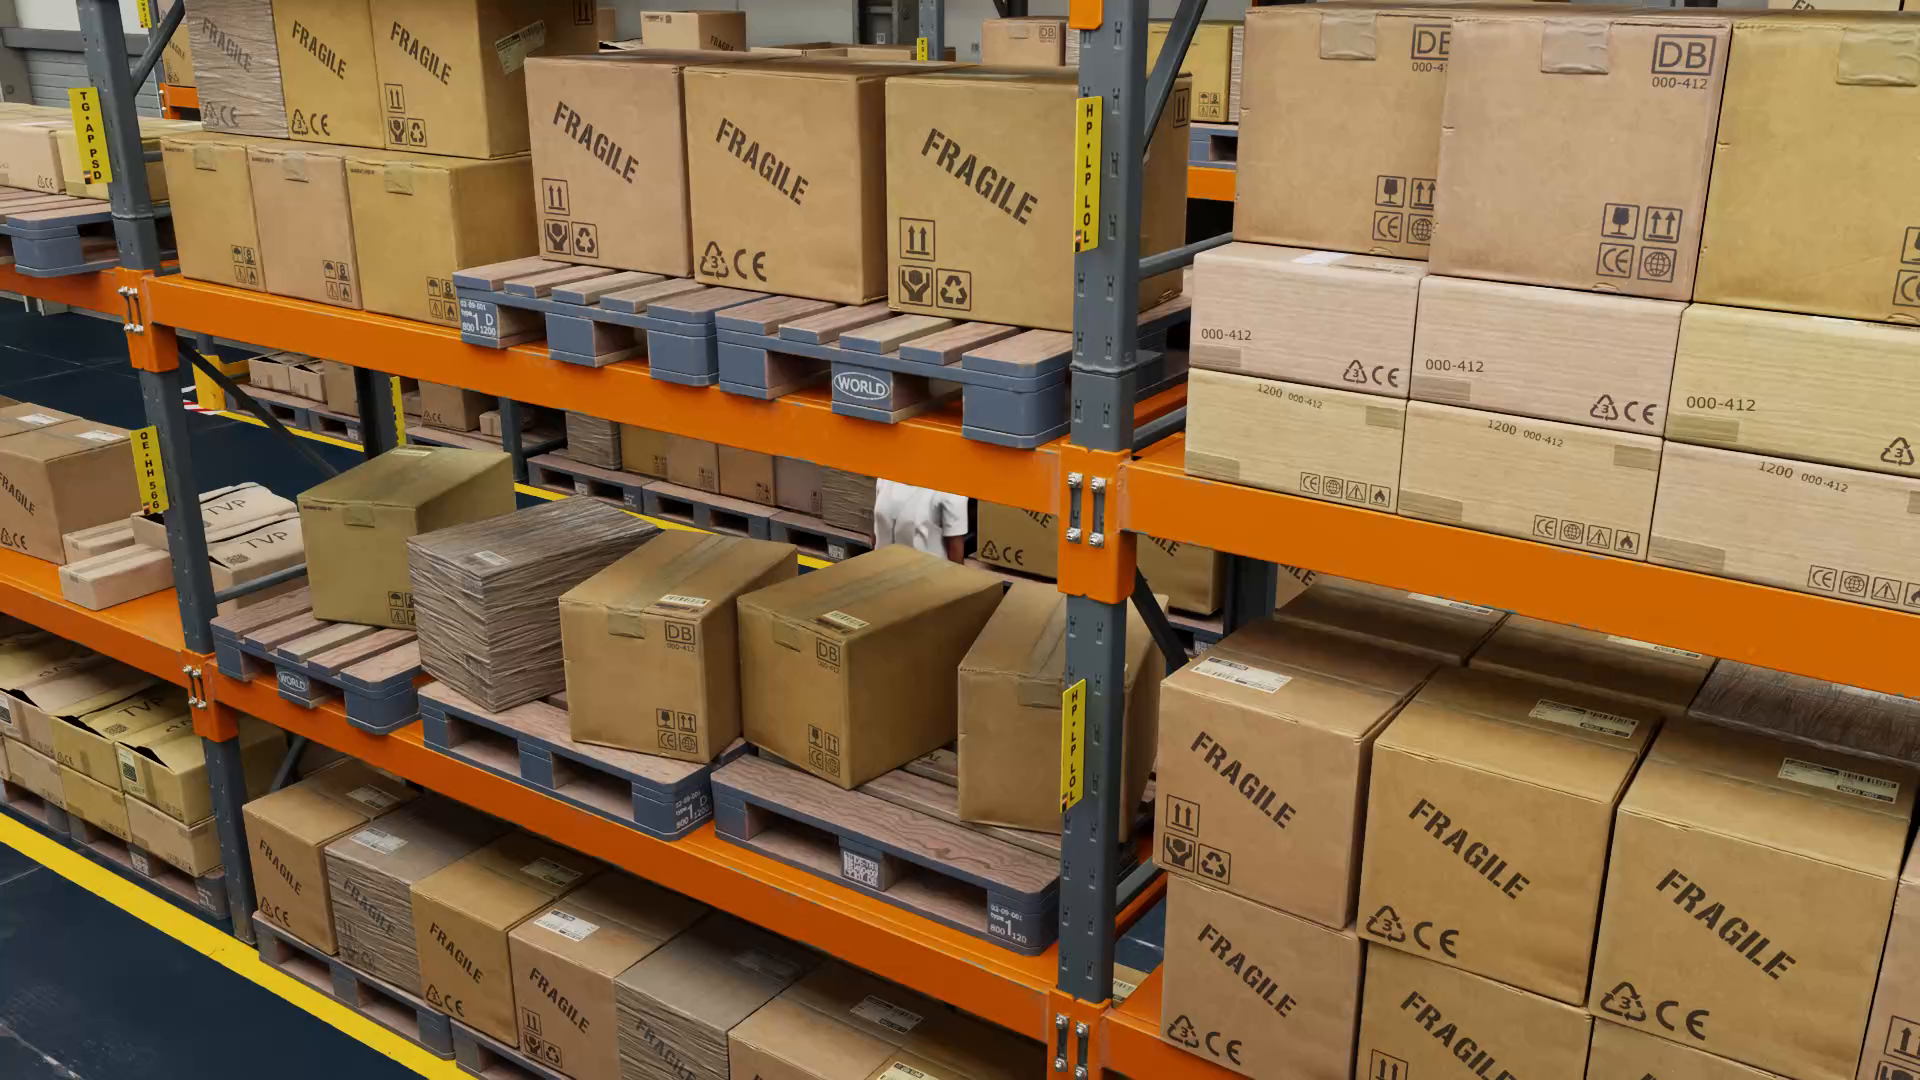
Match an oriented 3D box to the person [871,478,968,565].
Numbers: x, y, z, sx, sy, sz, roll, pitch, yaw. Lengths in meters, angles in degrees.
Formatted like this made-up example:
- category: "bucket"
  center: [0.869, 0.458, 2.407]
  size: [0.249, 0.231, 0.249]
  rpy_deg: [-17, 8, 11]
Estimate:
- category: "person"
  center: [-0.244, 0.242, 8.401]
  size: [0.575, 1.805, 0.409]
  rpy_deg: [13, 24, 33]
